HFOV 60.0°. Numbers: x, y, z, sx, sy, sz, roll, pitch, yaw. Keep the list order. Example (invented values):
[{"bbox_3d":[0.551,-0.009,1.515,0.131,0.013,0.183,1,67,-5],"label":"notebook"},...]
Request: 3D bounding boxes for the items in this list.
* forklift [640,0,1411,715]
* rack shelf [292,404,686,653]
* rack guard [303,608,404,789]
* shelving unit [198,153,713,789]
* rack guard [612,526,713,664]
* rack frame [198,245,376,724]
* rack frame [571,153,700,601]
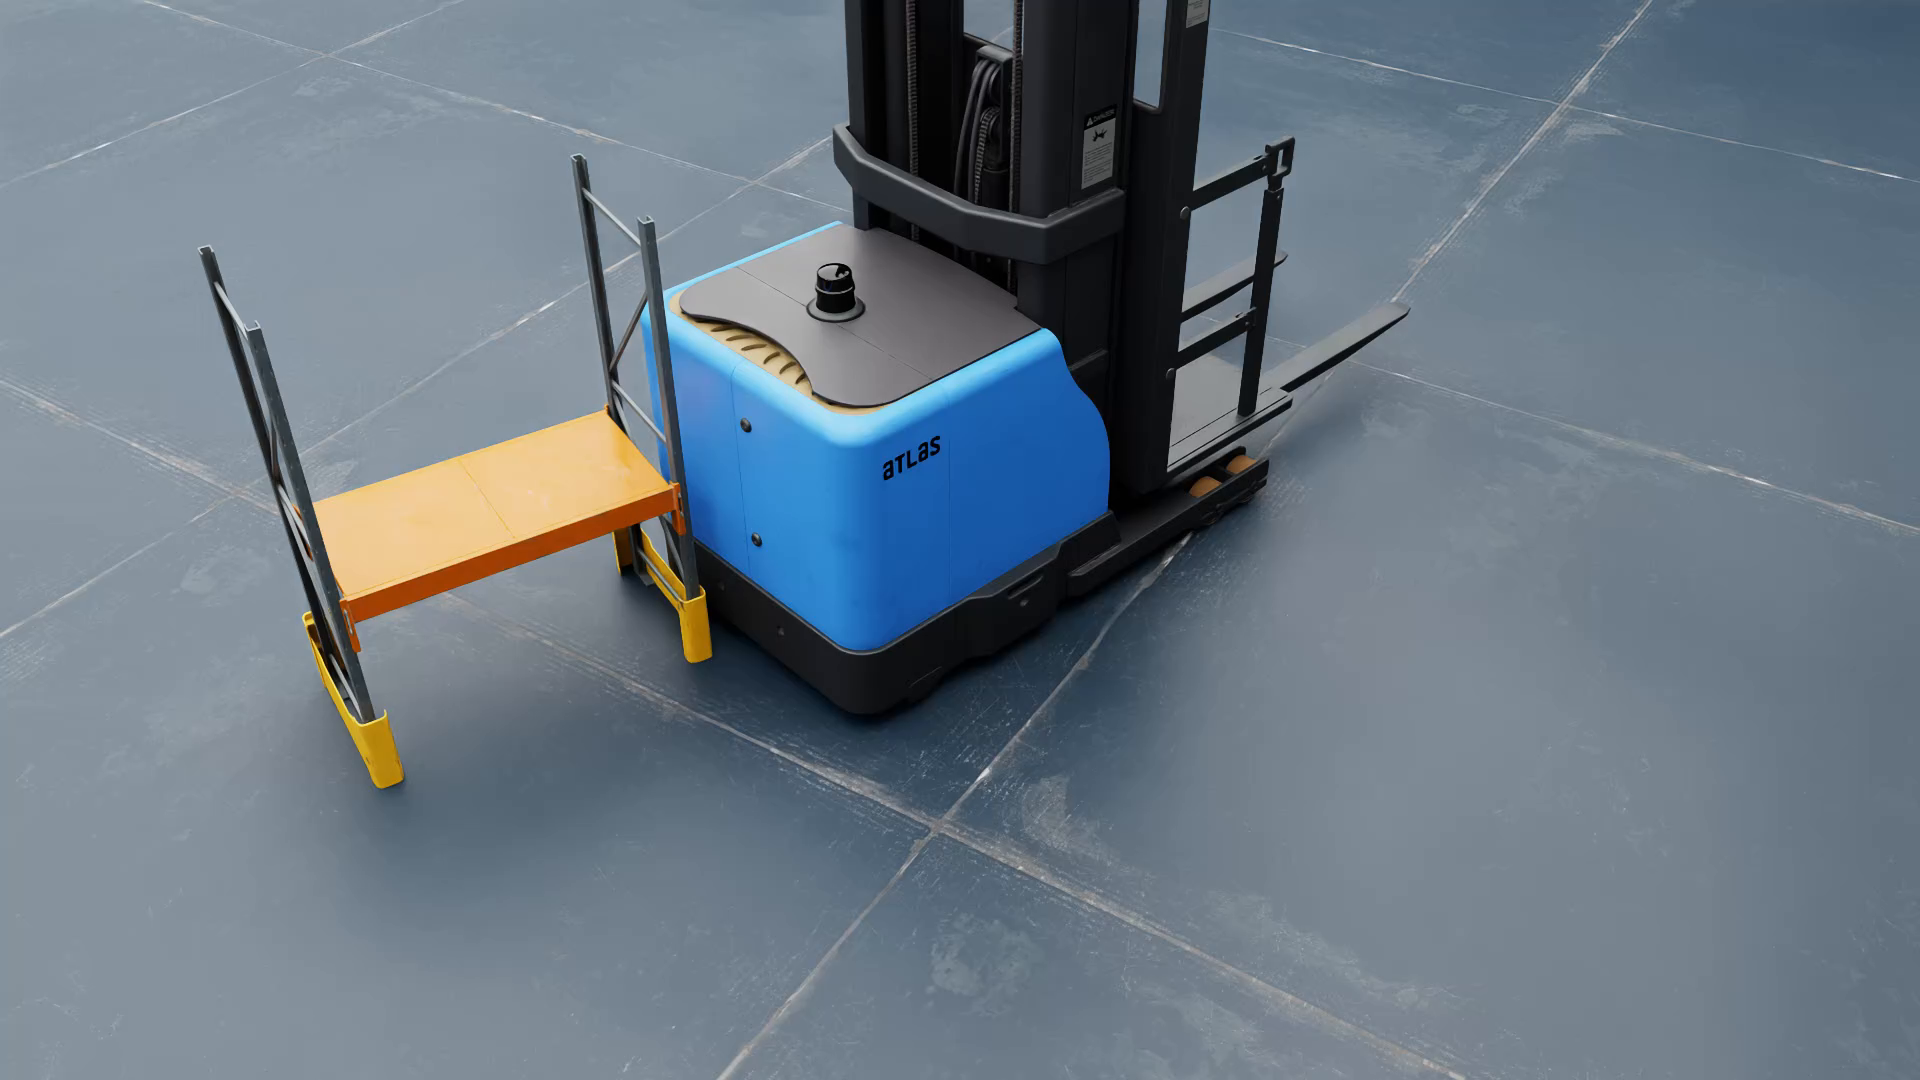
[{"bbox_3d":[0.455,-1.422,5.194,3.031,2.935,1.130,-30,47,-33],"label":"forklift"},{"bbox_3d":[-1.381,-0.059,4.893,1.000,0.185,0.538,-22,43,-25],"label":"rack shelf"},{"bbox_3d":[-1.807,0.462,4.946,0.087,0.250,0.587,-22,43,-25],"label":"rack guard"},{"bbox_3d":[-1.389,-0.198,4.779,1.083,1.500,0.587,-22,43,-25],"label":"shelving unit"},{"bbox_3d":[-0.971,0.132,5.375,0.087,0.250,0.587,-22,43,-25],"label":"rack guard"},{"bbox_3d":[-1.808,-0.033,4.564,0.032,1.500,0.500,-22,43,-25],"label":"rack frame"},{"bbox_3d":[-0.954,-0.370,5.001,0.032,1.500,0.500,-22,43,-25],"label":"rack frame"}]
